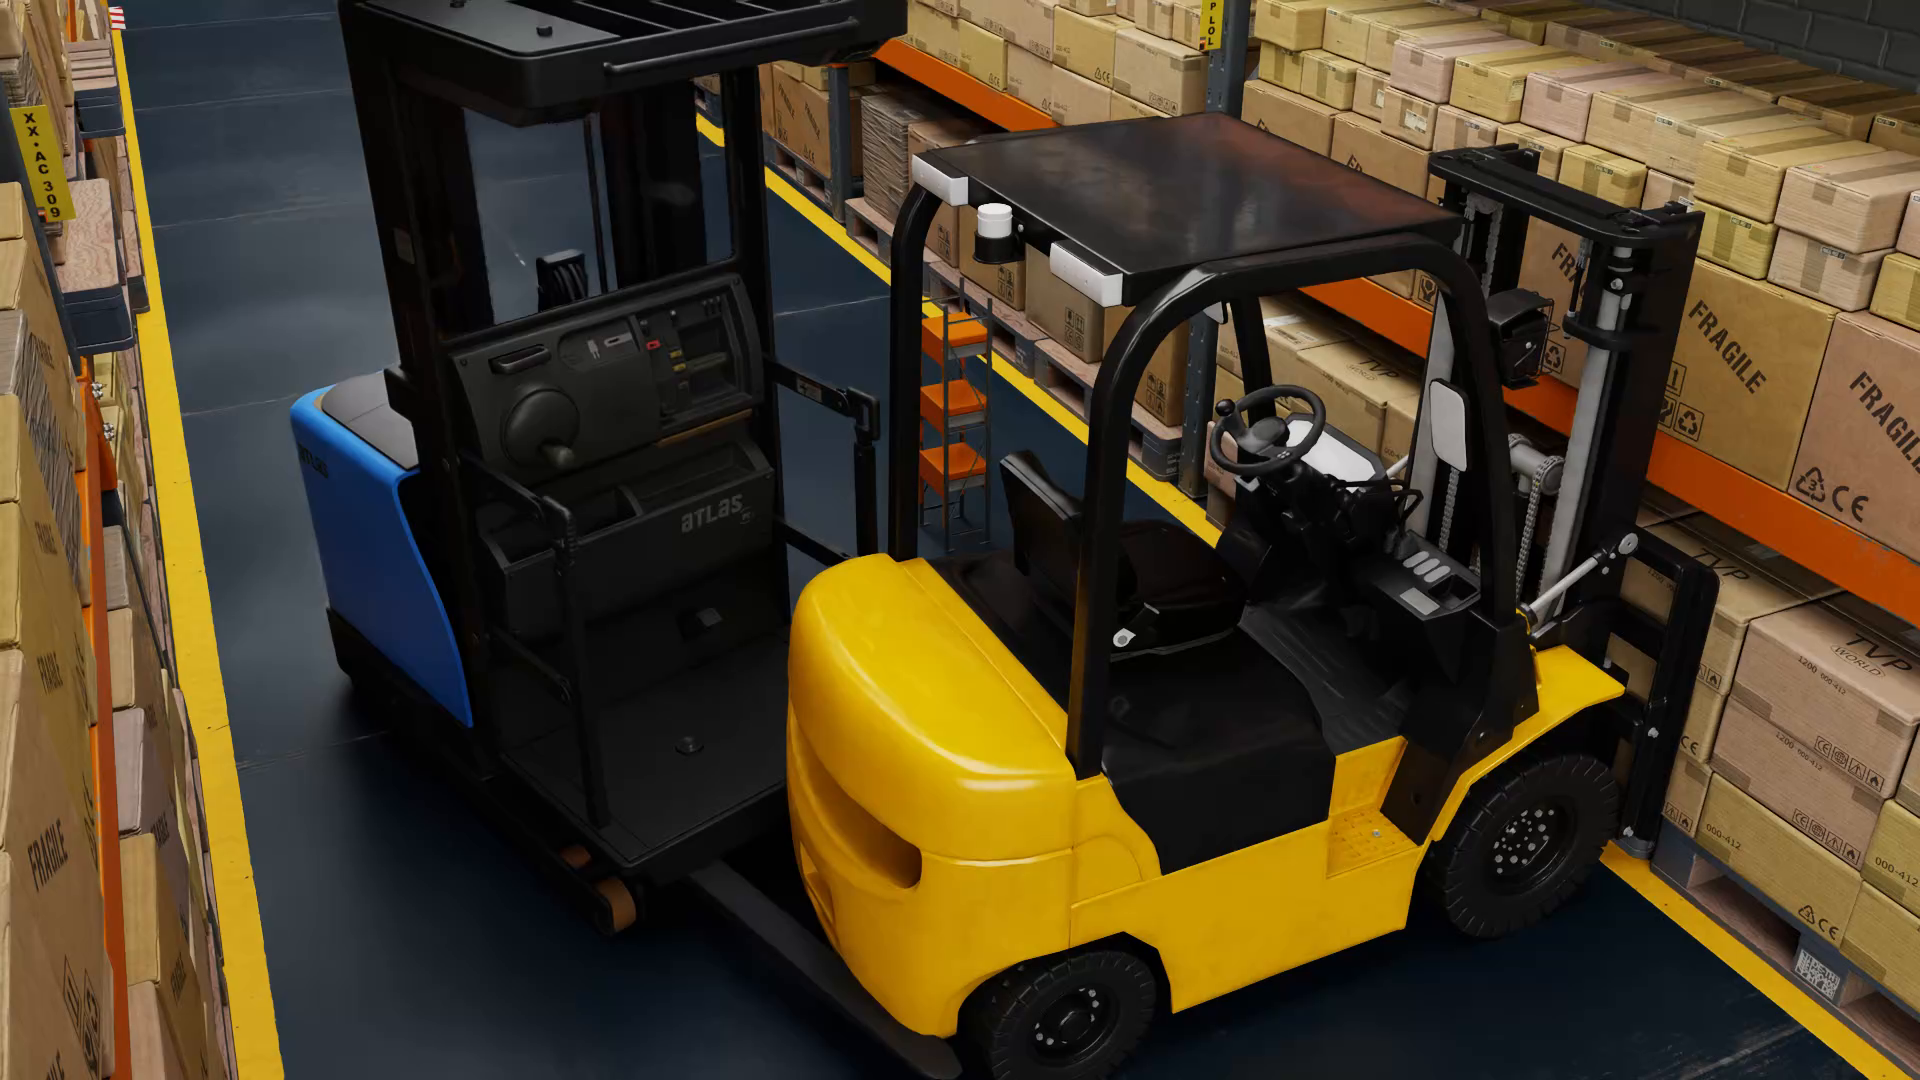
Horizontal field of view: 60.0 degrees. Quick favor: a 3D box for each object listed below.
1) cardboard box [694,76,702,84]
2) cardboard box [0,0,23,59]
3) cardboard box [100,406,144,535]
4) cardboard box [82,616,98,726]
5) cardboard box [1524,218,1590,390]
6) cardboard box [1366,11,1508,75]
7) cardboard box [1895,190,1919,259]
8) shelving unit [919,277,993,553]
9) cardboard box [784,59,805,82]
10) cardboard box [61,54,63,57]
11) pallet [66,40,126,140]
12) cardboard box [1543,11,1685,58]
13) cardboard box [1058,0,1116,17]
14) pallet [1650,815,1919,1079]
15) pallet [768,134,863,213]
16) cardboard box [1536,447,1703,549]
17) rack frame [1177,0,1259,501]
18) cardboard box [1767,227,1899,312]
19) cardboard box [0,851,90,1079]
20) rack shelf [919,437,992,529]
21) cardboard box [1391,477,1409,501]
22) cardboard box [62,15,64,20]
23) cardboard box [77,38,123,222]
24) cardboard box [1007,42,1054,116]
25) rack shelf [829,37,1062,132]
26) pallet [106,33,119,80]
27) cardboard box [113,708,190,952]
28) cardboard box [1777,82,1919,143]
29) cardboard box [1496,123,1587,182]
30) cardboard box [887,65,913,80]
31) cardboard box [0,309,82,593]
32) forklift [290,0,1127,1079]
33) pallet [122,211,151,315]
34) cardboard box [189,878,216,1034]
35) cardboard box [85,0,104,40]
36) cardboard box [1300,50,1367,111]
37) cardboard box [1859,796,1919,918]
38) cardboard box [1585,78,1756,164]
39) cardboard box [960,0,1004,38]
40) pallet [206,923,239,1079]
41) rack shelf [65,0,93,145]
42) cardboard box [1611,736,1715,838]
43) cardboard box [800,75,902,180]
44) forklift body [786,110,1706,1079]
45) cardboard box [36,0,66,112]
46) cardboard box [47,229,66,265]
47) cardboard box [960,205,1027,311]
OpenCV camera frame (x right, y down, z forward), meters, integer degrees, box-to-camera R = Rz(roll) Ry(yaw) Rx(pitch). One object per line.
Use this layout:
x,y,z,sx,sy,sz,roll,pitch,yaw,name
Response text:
-1.781,-3.738,12.475,0.500,0.500,0.500,-14,32,-23,cardboard box
-2.953,-1.483,4.828,0.380,0.149,0.250,-13,32,-22,cardboard box
-3.609,-0.146,6.201,0.950,0.372,0.625,-11,31,-19,cardboard box
-1.992,0.300,3.405,0.380,0.149,0.250,-13,32,-22,cardboard box
2.020,-0.721,4.867,0.500,0.500,0.500,-13,32,-22,cardboard box
1.591,-1.651,5.558,0.380,0.149,0.250,-14,32,-23,cardboard box
2.474,-0.746,3.944,0.380,0.149,0.250,-13,32,-22,cardboard box
-0.023,-0.482,6.535,0.215,1.050,0.252,-13,32,-22,shelving unit
-0.892,-3.027,10.544,0.380,0.149,0.250,-15,33,-25,cardboard box
-4.004,-1.988,7.056,0.380,0.149,0.250,-15,32,-24,cardboard box
-4.385,-1.952,7.360,1.213,0.211,1.003,-13,32,-22,pallet
2.181,-1.653,5.561,0.380,0.149,0.250,-14,32,-23,cardboard box
0.647,-2.354,7.115,0.380,0.149,0.250,-14,32,-24,cardboard box
2.762,1.049,4.663,1.003,0.211,1.213,-13,32,-22,pallet
-0.592,-2.493,10.981,1.003,0.211,1.213,-13,32,-22,pallet
1.988,-0.067,5.161,0.500,0.250,0.500,-14,32,-23,cardboard box
1.411,-1.605,6.545,1.000,3.000,0.127,-13,32,-22,rack frame
2.280,-0.713,4.189,0.380,0.149,0.250,-14,32,-24,cardboard box
-1.306,0.765,1.913,0.500,0.500,0.500,-14,32,-23,cardboard box
-0.023,-0.230,6.676,0.215,0.259,0.240,-13,32,-22,rack shelf
1.763,-0.082,5.700,0.500,0.250,0.500,-13,32,-22,cardboard box
-5.007,-2.755,8.749,0.500,0.250,0.500,-14,32,-23,cardboard box
-5.388,-2.302,9.531,0.875,0.875,0.875,-13,32,-21,cardboard box
0.552,-2.154,7.678,0.500,0.250,0.500,-13,32,-22,cardboard box
0.553,-2.175,8.297,1.077,0.370,4.000,-13,32,-22,rack shelf
-7.288,-3.771,13.259,1.003,0.211,1.213,-13,32,-22,pallet
-2.134,0.782,3.903,0.500,0.500,0.500,-11,31,-19,cardboard box
2.539,-1.177,4.712,0.380,0.149,0.250,-13,32,-22,cardboard box
1.834,-1.164,4.994,0.380,0.149,0.250,-14,32,-24,cardboard box
-0.248,-3.044,10.574,0.380,0.149,0.250,-11,31,-19,cardboard box
-2.201,-0.136,3.520,0.500,0.500,0.500,-12,32,-21,cardboard box
-0.819,-0.438,4.534,1.130,2.935,3.031,-24,37,-36,forklift
-5.058,-1.476,9.166,1.003,0.211,1.213,-13,32,-22,pallet
-2.122,1.118,4.071,0.500,0.250,0.500,-13,32,-21,cardboard box
-7.062,-3.856,12.750,0.875,0.438,0.875,-14,32,-23,cardboard box
1.423,-1.621,5.809,0.380,0.149,0.250,-12,32,-21,cardboard box
2.637,0.811,4.108,0.500,0.250,0.500,-14,32,-23,cardboard box
2.028,-1.199,4.753,0.380,0.149,0.250,-13,32,-22,cardboard box
0.328,-2.601,7.963,0.500,0.250,0.500,-13,32,-21,cardboard box
-2.222,1.484,3.888,1.003,0.211,1.213,-13,32,-22,pallet
-5.646,-2.898,9.586,1.077,0.370,4.000,-13,32,-22,rack shelf
2.230,0.592,5.009,0.500,0.250,0.500,-13,32,-21,cardboard box
-0.682,-2.607,10.458,0.500,0.500,0.500,-12,31,-21,cardboard box
0.667,0.078,4.413,2.313,2.155,1.214,-13,32,-22,forklift body
-3.658,-1.852,6.150,0.500,0.500,0.500,-14,32,-24,cardboard box
-3.022,-0.945,5.196,0.380,0.149,0.250,-13,32,-21,cardboard box
0.526,-1.657,8.636,0.875,0.625,0.625,-14,32,-24,cardboard box
